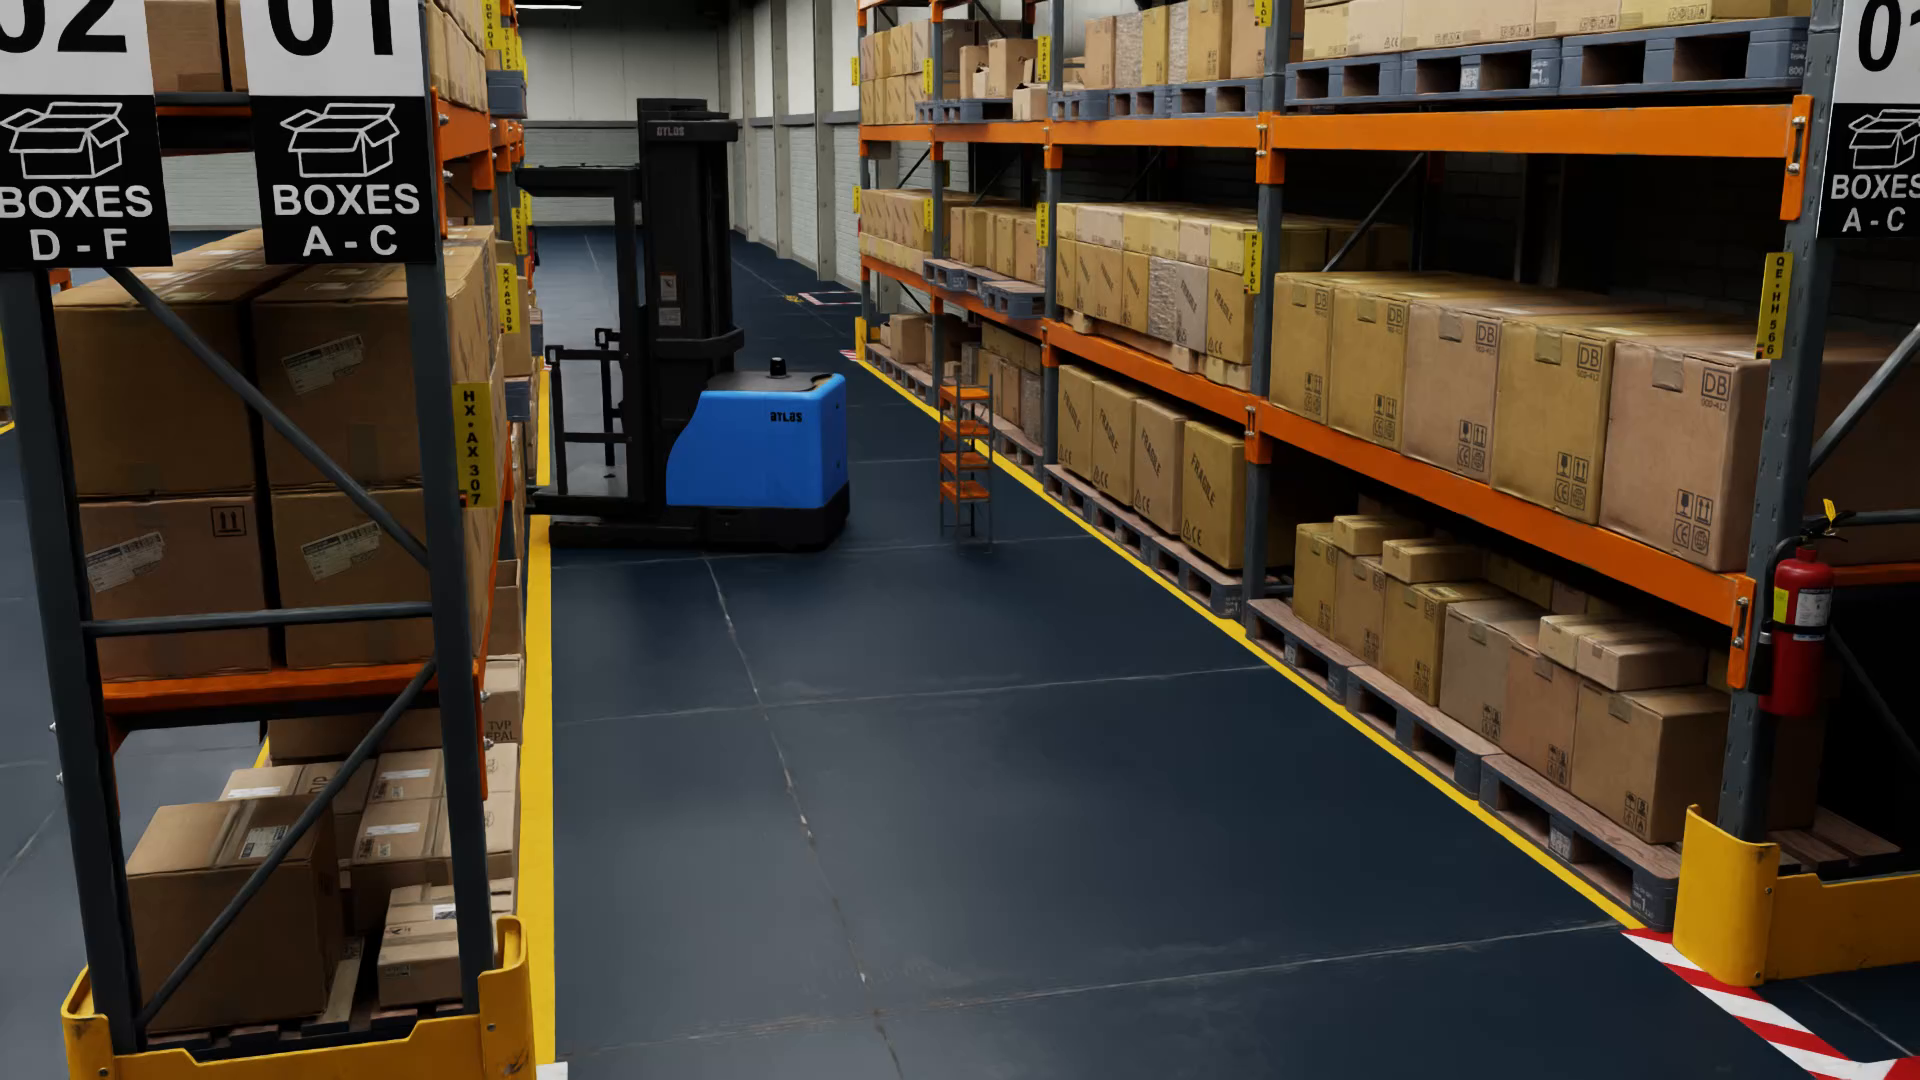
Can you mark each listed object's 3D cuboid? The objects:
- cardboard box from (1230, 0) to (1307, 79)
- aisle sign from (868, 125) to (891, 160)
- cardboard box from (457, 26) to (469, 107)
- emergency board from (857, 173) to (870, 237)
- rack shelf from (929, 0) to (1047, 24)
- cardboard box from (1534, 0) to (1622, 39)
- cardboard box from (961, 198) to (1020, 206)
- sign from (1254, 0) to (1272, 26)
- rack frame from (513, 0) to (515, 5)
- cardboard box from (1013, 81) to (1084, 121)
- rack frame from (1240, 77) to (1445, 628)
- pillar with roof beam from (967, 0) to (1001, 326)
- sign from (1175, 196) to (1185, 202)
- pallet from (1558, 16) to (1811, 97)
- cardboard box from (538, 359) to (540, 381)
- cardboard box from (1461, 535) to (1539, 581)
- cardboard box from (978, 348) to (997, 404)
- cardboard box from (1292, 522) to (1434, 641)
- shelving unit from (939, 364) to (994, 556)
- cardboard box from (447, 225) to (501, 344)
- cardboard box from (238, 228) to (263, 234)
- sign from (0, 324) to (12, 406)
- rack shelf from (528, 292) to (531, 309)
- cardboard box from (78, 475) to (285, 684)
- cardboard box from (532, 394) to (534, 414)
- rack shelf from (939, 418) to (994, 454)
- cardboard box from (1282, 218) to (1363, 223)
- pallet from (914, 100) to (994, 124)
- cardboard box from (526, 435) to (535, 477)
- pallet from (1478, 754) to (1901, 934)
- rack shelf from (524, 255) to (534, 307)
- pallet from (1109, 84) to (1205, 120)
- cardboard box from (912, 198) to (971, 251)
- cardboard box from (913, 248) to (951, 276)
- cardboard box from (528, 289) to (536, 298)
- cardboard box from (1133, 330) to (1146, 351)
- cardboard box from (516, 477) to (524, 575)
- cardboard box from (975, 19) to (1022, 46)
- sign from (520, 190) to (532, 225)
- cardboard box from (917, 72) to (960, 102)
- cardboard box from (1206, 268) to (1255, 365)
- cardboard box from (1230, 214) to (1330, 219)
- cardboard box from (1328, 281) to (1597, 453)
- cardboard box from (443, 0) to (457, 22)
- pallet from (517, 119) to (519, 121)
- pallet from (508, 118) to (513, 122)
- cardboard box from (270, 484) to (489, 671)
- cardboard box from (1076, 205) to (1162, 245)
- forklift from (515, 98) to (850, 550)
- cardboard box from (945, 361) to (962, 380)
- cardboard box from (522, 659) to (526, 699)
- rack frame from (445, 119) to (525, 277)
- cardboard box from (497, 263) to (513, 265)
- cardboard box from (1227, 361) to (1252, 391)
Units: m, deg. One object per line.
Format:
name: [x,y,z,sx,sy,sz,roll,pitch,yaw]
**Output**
cardboard box: [1.997,-2.920,9.600,0.700,0.500,0.500,-4,14,-16]
aisle sign: [-1.030,-5.022,20.186,0.394,0.787,0.004,-3,14,-13]
cardboard box: [-1.876,-1.540,5.405,0.500,0.250,0.500,-3,14,-13]
emergency board: [-1.669,-5.603,28.039,0.194,1.169,0.643,-3,14,-13]
rack shelf: [0.687,-4.746,14.251,1.077,0.370,4.000,-3,14,-13]
cardboard box: [2.482,-1.980,6.109,0.500,0.250,0.500,-4,14,-15]
cardboard box: [0.310,-3.258,17.136,0.500,0.500,0.500,-4,14,-14]
sign: [1.571,-2.820,8.576,0.100,0.325,0.005,-3,14,-13]
rack frame: [-5.536,-6.397,18.650,1.000,3.000,0.127,-3,14,-13]
cardboard box: [0.725,-3.489,13.212,0.500,0.311,0.500,-3,14,-13]
rack frame: [2.096,-0.991,9.164,1.000,3.000,0.127,-3,14,-13]
pillar with roof beam: [-3.901,-6.321,18.337,9.100,9.000,0.400,-3,14,-13]
sign: [1.696,-2.508,12.934,0.100,0.325,0.005,-3,14,-13]
pallet: [2.851,-1.653,5.740,1.003,0.211,1.213,-3,14,-13]
cardboard box: [-4.636,-1.783,17.315,0.500,0.250,0.500,-3,14,-13]
cardboard box: [2.578,0.078,7.802,0.380,0.149,0.250,-3,14,-13]
cardboard box: [0.577,-1.551,15.795,0.700,0.500,0.500,-4,14,-14]
cardboard box: [2.172,0.197,8.681,0.700,0.500,0.500,-3,14,-12]
shelving unit: [0.039,-0.545,11.128,0.258,1.200,0.503,-3,14,-13]
cardboard box: [-2.347,-1.146,7.482,0.500,0.500,0.500,-3,14,-13]
cardboard box: [-2.881,-1.124,7.391,0.500,0.500,0.500,-3,14,-12]
sign: [-2.323,-0.481,3.971,0.100,0.325,0.005,-3,14,-13]
rack shelf: [-4.127,-1.749,13.781,1.077,0.370,4.000,-3,14,-13]
cardboard box: [-2.148,0.072,4.602,0.500,0.500,0.500,-3,14,-11]
cardboard box: [-3.744,-1.153,13.555,0.500,0.311,0.500,-4,14,-15]
rack shelf: [0.039,-0.697,11.091,0.258,0.148,0.480,-3,14,-13]
cardboard box: [2.112,-1.799,10.012,0.500,0.250,0.500,-3,14,-13]
pallet: [0.259,-4.054,15.777,1.213,0.211,1.003,-3,14,-13]
cardboard box: [-3.495,-0.643,12.646,0.500,0.250,0.500,-3,14,-13]
pallet: [2.772,1.106,6.455,1.003,0.211,1.213,-3,14,-13]
rack shelf: [-5.066,-2.672,17.558,1.077,0.370,4.000,-3,14,-13]
pallet: [1.625,-2.876,10.956,1.003,0.211,1.213,-3,14,-11]
cardboard box: [-0.194,-3.230,17.020,0.500,0.500,0.500,-3,14,-13]
cardboard box: [-0.188,-2.866,17.112,0.500,0.250,0.500,-3,14,-13]
cardboard box: [-5.121,-2.608,19.111,0.500,0.500,0.500,-3,14,-13]
cardboard box: [1.380,-1.360,11.159,0.380,0.149,0.250,-3,14,-13]
cardboard box: [-2.841,-0.077,9.762,0.500,0.500,0.500,-3,14,-13]
cardboard box: [0.380,-4.967,16.757,0.500,0.500,0.500,-3,14,-12]
sign: [-4.071,-3.116,15.589,0.100,0.325,0.005,-3,14,-13]
cardboard box: [-0.142,-4.456,16.771,0.500,0.500,0.500,-3,14,-12]
cardboard box: [1.743,-1.286,9.493,0.500,0.500,0.500,-4,14,-14]
cardboard box: [1.990,-1.915,10.484,0.500,0.250,0.500,-4,14,-15]
cardboard box: [2.374,-0.842,7.922,0.980,0.700,0.700,-4,14,-15]
cardboard box: [-1.757,-1.667,4.874,0.500,0.250,0.500,-3,14,-13]
pallet: [-5.395,-4.732,18.342,1.003,0.211,1.213,-3,14,-13]
pallet: [-3.903,-3.154,12.094,1.213,0.211,1.003,-3,14,-11]
cardboard box: [-1.626,0.043,4.721,0.500,0.500,0.500,-3,14,-12]
cardboard box: [1.140,-2.238,11.808,0.500,0.250,0.500,-3,14,-14]
forklift: [-2.345,-1.491,11.355,3.031,2.935,1.130,2,14,7]
cardboard box: [0.063,-1.796,17.501,0.380,0.166,0.250,-5,15,-21]
cardboard box: [-2.162,0.656,7.503,0.380,0.149,0.250,-3,14,-13]
rack frame: [-4.597,-2.560,15.585,1.000,3.000,0.127,-3,14,-13]
cardboard box: [-2.835,-1.244,9.102,0.700,0.500,0.500,-1,14,-4]
cardboard box: [1.742,-0.941,9.446,0.380,0.149,0.250,-3,14,-13]
